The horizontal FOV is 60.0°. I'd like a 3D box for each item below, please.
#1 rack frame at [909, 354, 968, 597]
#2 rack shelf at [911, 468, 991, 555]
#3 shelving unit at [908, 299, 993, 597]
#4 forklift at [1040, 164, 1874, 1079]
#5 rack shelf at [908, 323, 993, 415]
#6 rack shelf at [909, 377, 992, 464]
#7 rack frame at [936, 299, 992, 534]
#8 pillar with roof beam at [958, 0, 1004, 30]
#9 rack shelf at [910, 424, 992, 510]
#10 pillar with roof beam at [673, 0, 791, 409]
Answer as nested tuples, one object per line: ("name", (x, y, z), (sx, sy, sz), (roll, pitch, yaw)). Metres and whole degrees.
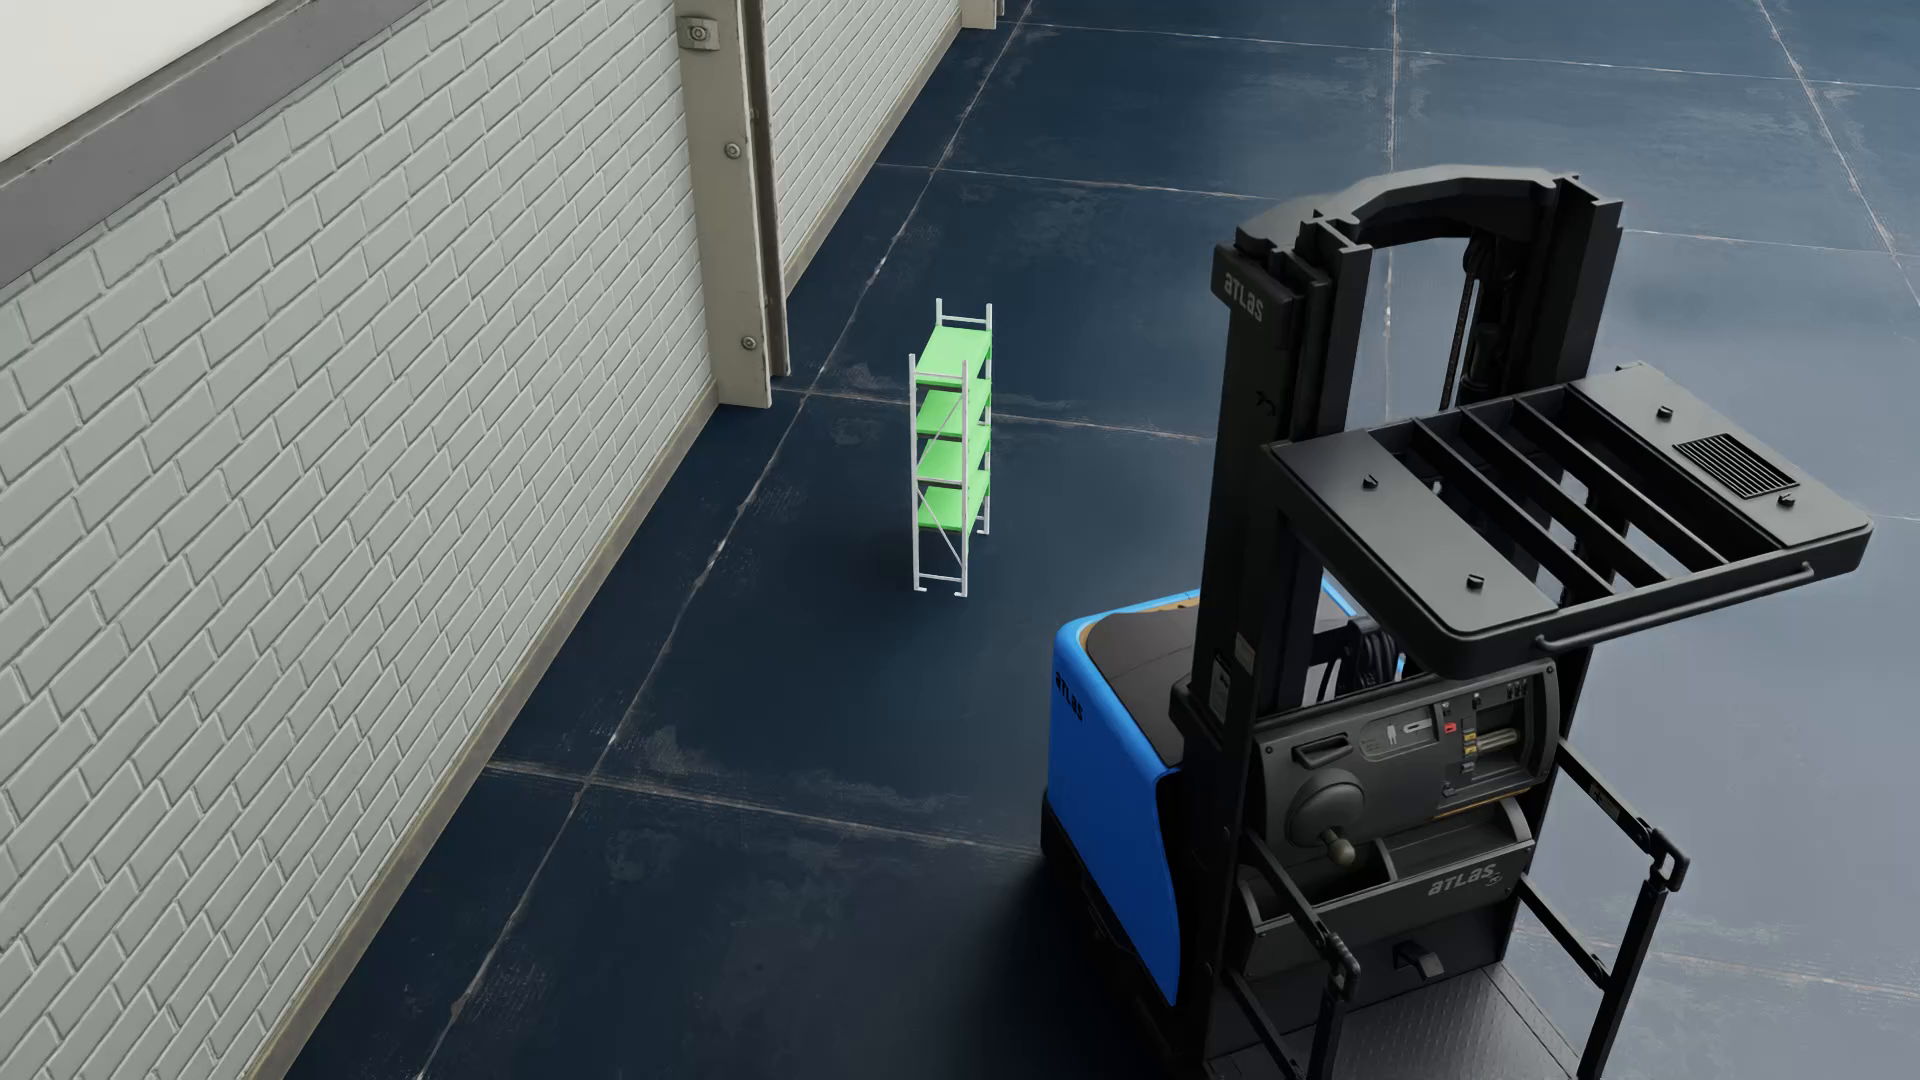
("rack frame", (-0.087, -0.251, 7.074), (0.240, 1.200, 0.015), (7, 37, 10))
("rack shelf", (-0.035, -0.145, 7.445), (0.258, 0.148, 0.480), (7, 37, 10))
("shelving unit", (-0.035, -0.391, 7.267), (0.258, 1.200, 0.503), (7, 37, 10))
("forklift", (1.301, 0.665, 4.334), (1.130, 2.935, 3.031), (-13, 38, -17))
("rack shelf", (-0.035, -0.728, 7.023), (0.258, 0.148, 0.480), (7, 37, 10))
("rack shelf", (-0.035, -0.534, 7.164), (0.258, 0.148, 0.480), (7, 37, 10))
("rack frame", (0.017, -0.531, 7.460), (0.240, 1.200, 0.015), (7, 37, 10))
("pillar with roof beam", (4.378, -7.364, 10.243), (9.100, 9.000, 0.400), (7, 37, 10))
("rack shelf", (-0.035, -0.339, 7.304), (0.258, 0.148, 0.480), (7, 37, 10))
("pillar with roof beam", (3.096, -3.925, 5.497), (9.100, 9.000, 0.400), (7, 37, 10))
